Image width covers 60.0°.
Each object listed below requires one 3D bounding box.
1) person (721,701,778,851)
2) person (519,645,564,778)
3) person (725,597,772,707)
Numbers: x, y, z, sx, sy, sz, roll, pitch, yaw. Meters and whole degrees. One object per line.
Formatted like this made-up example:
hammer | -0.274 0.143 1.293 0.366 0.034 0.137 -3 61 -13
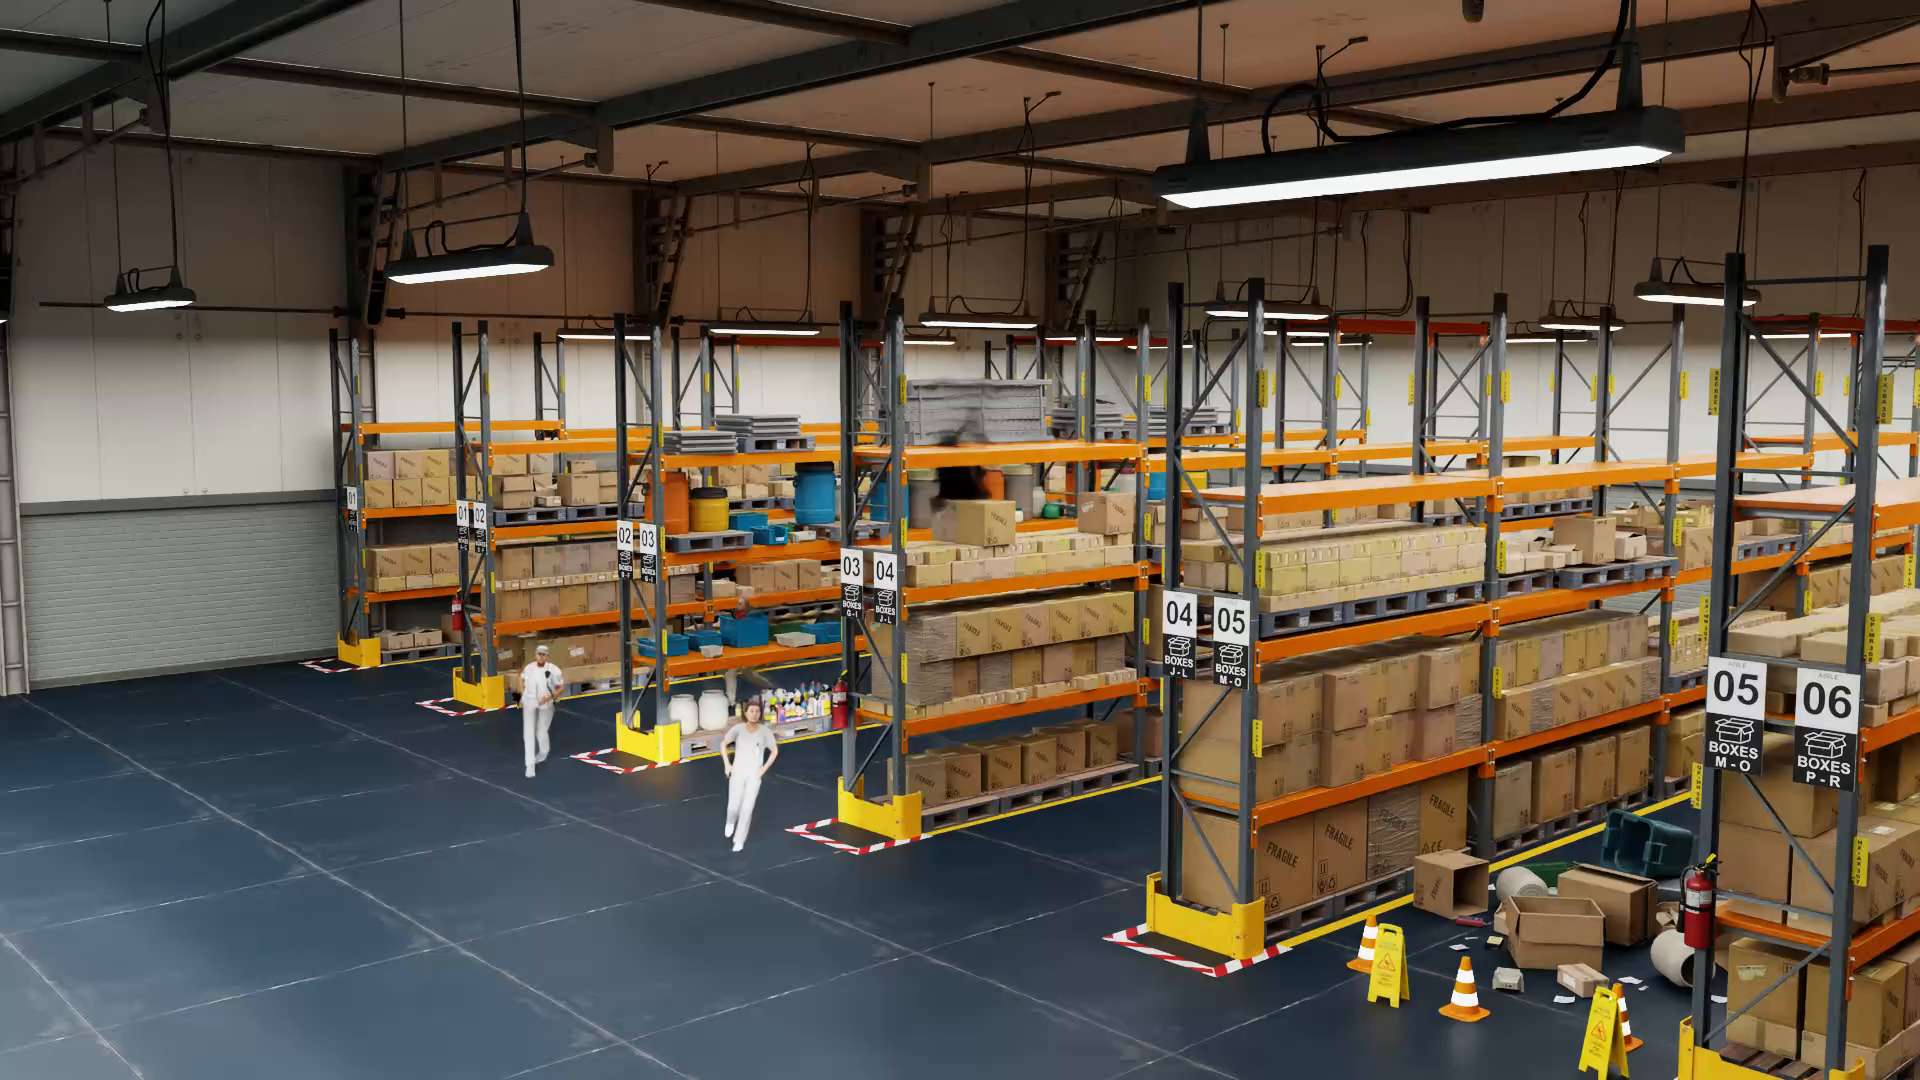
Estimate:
person | -2.307 2.563 18.269 0.620 1.625 0.537 -1 6 -9
person | -5.488 2.200 21.774 0.608 1.661 0.859 0 6 -5
person | -3.390 1.738 25.989 0.673 1.699 0.944 5 8 44
